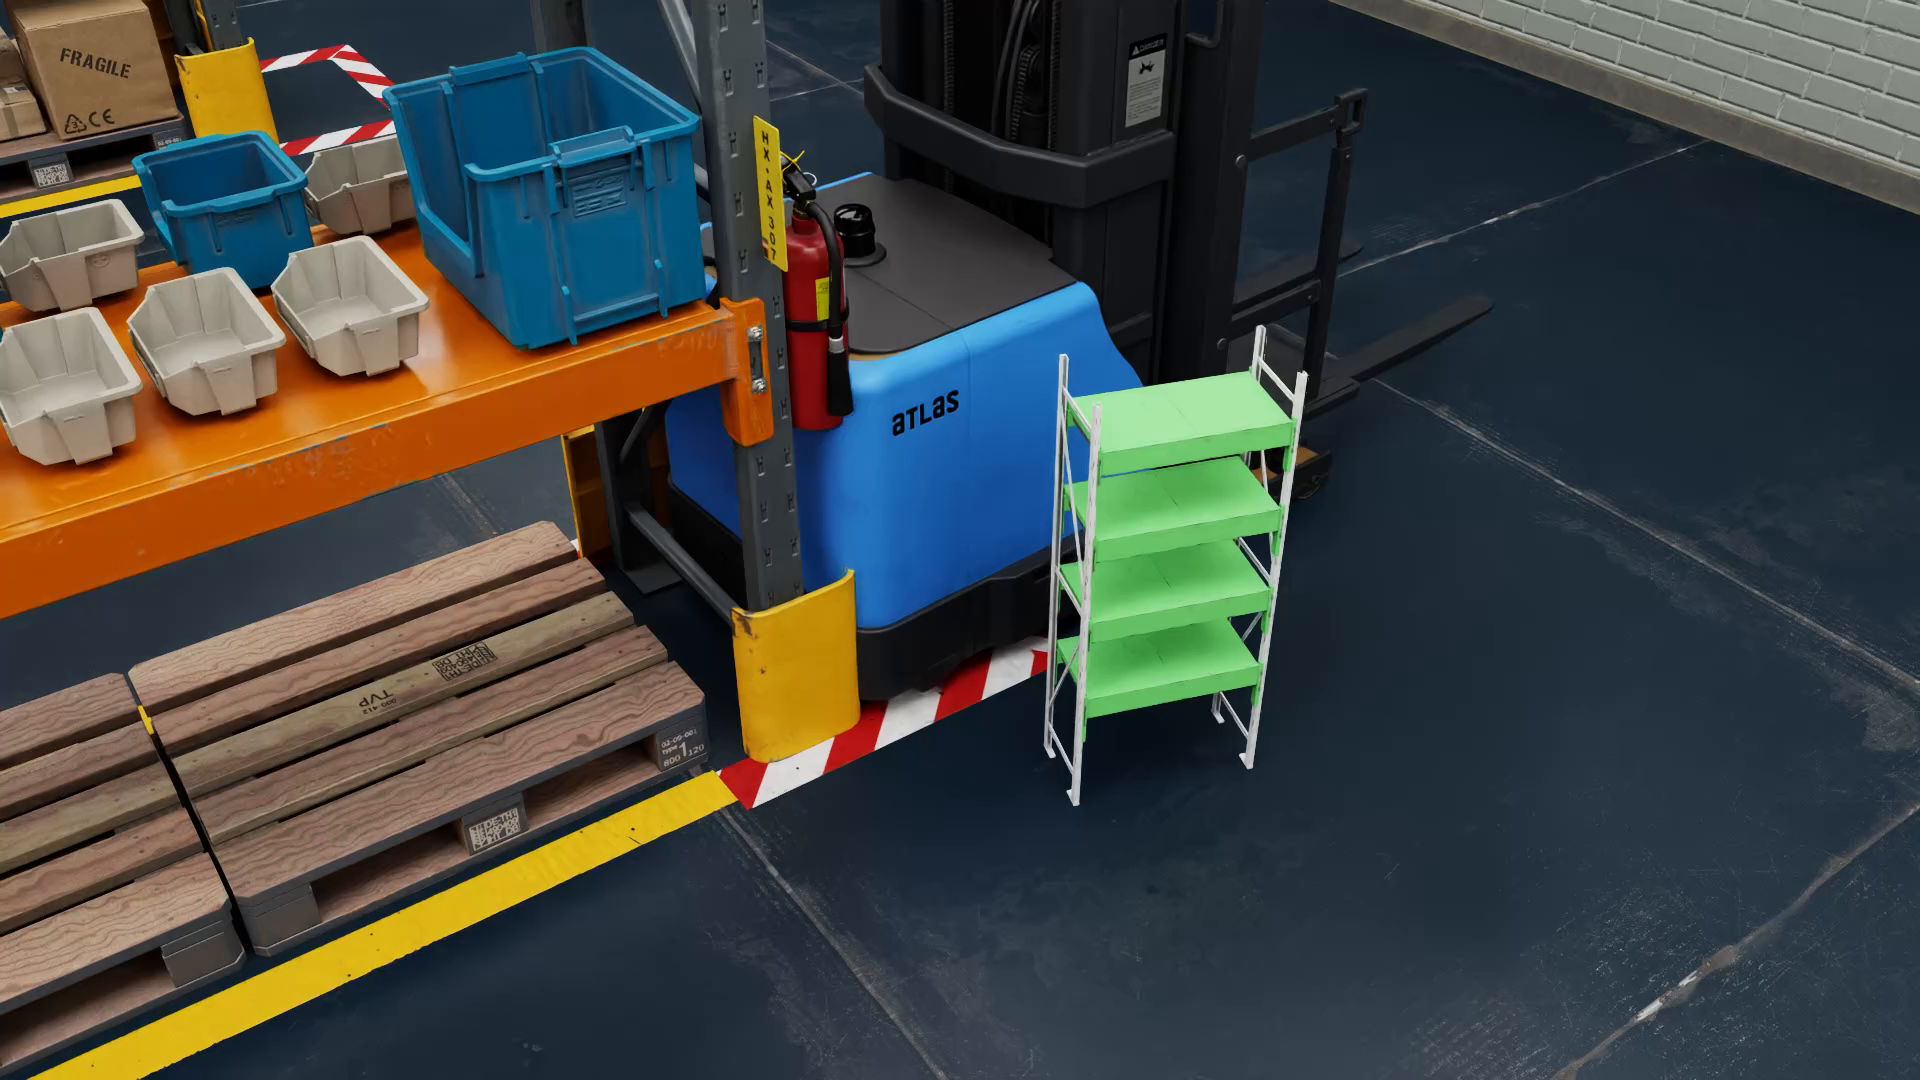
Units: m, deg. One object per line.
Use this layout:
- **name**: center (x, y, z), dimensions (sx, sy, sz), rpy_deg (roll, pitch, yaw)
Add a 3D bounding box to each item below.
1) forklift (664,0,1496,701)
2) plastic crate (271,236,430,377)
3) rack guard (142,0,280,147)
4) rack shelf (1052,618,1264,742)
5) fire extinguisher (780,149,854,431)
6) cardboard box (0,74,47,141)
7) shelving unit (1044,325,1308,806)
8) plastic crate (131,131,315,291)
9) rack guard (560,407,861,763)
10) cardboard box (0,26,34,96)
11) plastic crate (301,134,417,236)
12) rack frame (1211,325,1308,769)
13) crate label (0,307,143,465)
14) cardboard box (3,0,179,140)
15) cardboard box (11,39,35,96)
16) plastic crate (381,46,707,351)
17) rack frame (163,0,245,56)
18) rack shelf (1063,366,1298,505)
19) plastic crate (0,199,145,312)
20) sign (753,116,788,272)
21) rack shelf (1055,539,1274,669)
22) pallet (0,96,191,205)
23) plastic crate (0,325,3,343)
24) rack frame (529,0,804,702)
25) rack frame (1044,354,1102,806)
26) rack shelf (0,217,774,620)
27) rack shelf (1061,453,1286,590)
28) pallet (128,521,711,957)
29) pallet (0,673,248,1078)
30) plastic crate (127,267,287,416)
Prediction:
- **forklift**: center (0.581, -1.467, 4.779), dimensions (3.031, 2.935, 1.130), rpy_deg (-26, 43, -31)
- **plastic crate**: center (-1.299, -0.488, 3.534), dimensions (0.243, 0.136, 0.396), rpy_deg (-22, 41, -28)
- **rack guard**: center (-3.649, -2.256, 7.959), dimensions (0.348, 0.500, 1.175), rpy_deg (-22, 41, -28)
- **rack shelf**: center (0.501, 0.338, 4.272), dimensions (0.480, 0.148, 0.258), rpy_deg (-10, 37, -13)
- **fire extinguisher**: center (-0.351, -0.582, 3.876), dimensions (0.183, 0.674, 0.296), rpy_deg (-22, 41, -28)
- **cardboard box**: center (-4.272, -1.931, 7.416), dimensions (0.250, 0.166, 0.380), rpy_deg (-22, 41, -28)
- **shelving unit**: center (0.501, 0.092, 4.095), dimensions (0.503, 1.200, 0.258), rpy_deg (-10, 37, -13)
- **plastic crate**: center (-1.666, -0.740, 3.802), dimensions (0.300, 0.233, 0.416), rpy_deg (-22, 41, -28)
- **rack guard**: center (-0.724, 0.069, 4.725), dimensions (0.348, 0.500, 1.175), rpy_deg (-22, 41, -28)
- **cardboard box**: center (-4.603, -2.143, 7.639), dimensions (0.500, 0.250, 0.500), rpy_deg (-22, 41, -28)
- **plastic crate**: center (-1.438, -0.854, 4.043), dimensions (0.298, 0.136, 0.250), rpy_deg (-22, 41, -28)
- **rack frame**: center (0.735, 0.052, 4.151), dimensions (0.015, 1.200, 0.240), rpy_deg (-10, 37, -13)
- **crate label**: center (-1.757, -0.292, 3.261), dimensions (0.243, 0.136, 0.396), rpy_deg (-22, 41, -28)
- **cardboard box**: center (-3.889, -2.160, 7.448), dimensions (0.500, 0.500, 0.500), rpy_deg (-22, 41, -28)
- **cardboard box**: center (-4.331, -2.264, 7.879), dimensions (0.250, 0.166, 0.380), rpy_deg (-22, 41, -28)
- **plastic crate**: center (-0.902, -0.768, 3.667), dimensions (0.499, 0.435, 0.616), rpy_deg (-22, 41, -28)
- **rack frame**: center (-3.587, -3.297, 7.264), dimensions (0.127, 3.000, 1.000), rpy_deg (-22, 41, -28)
- **rack shelf**: center (0.501, -0.246, 3.852), dimensions (0.480, 0.148, 0.258), rpy_deg (-10, 37, -13)
- **plastic crate**: center (-1.992, -0.626, 3.726), dimensions (0.298, 0.136, 0.250), rpy_deg (-22, 41, -28)
- **sign**: center (-0.406, -0.740, 3.571), dimensions (0.005, 0.325, 0.100), rpy_deg (-22, 41, -28)
- **rack shelf**: center (0.501, 0.144, 4.132), dimensions (0.480, 0.148, 0.258), rpy_deg (-10, 37, -13)
- **pallet**: center (-4.300, -1.870, 7.670), dimensions (1.213, 0.211, 1.003), rpy_deg (-22, 41, -28)
- **plastic crate**: center (-2.204, -0.519, 3.494), dimensions (0.300, 0.233, 0.416), rpy_deg (-22, 41, -28)
- **rack frame**: center (-0.736, -0.931, 3.976), dimensions (0.127, 3.000, 1.000), rpy_deg (-22, 41, -28)
- **rack frame**: center (0.267, 0.132, 4.039), dimensions (0.015, 1.200, 0.240), rpy_deg (-10, 37, -13)
- **rack shelf**: center (-2.371, 0.034, 3.250), dimensions (4.000, 0.370, 1.077), rpy_deg (-22, 41, -28)
- **rack shelf**: center (0.501, -0.051, 3.992), dimensions (0.480, 0.148, 0.258), rpy_deg (-10, 37, -13)
- **pallet**: center (-1.433, 0.460, 4.430), dimensions (1.213, 0.211, 1.003), rpy_deg (-22, 41, -28)
- **pallet**: center (-2.429, 0.868, 3.863), dimensions (1.213, 0.211, 1.003), rpy_deg (-22, 41, -28)
- **plastic crate**: center (-1.544, -0.397, 3.408), dimensions (0.243, 0.136, 0.396), rpy_deg (-22, 41, -28)
